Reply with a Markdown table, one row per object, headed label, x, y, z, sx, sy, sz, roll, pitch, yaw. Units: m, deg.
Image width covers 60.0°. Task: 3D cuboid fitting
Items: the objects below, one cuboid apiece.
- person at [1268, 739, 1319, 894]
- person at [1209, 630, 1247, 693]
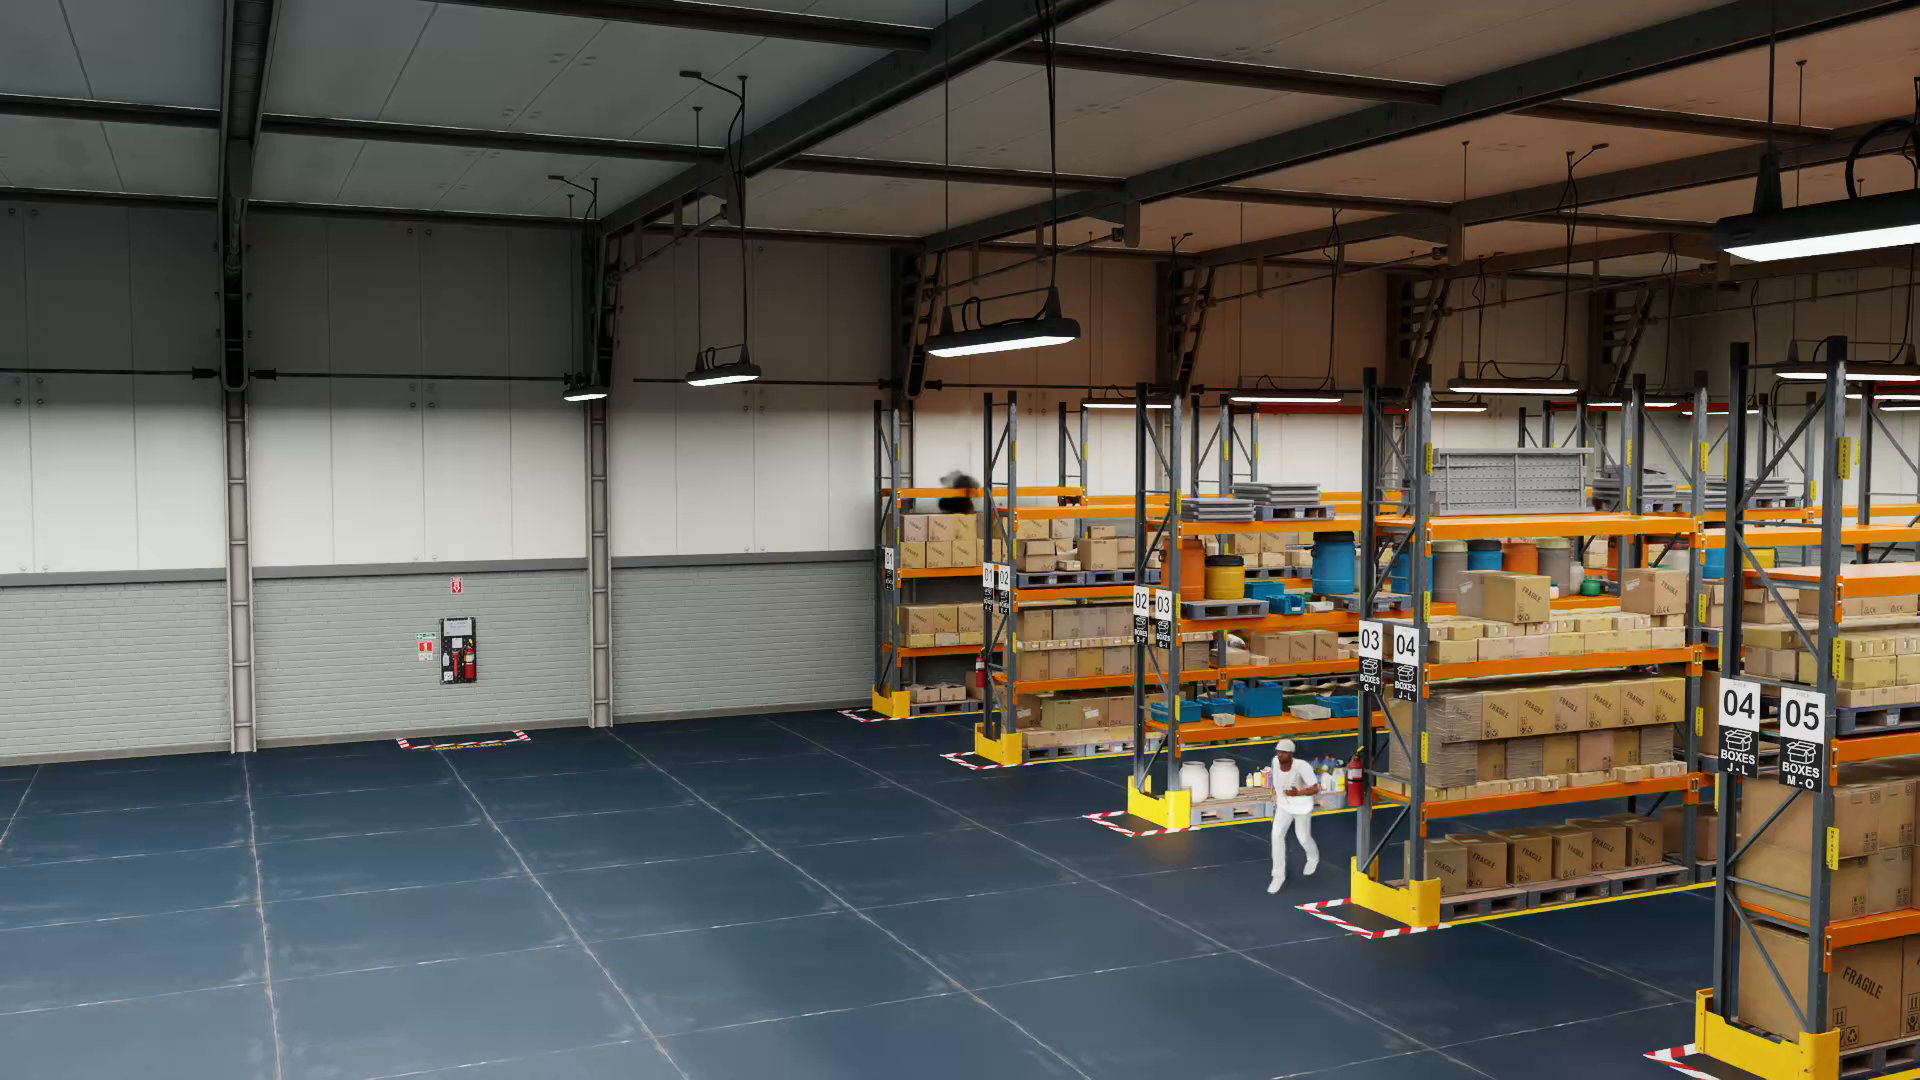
| label | x | y | z | sx | sy | sz | roll | pitch | yaw |
| --- | --- | --- | --- | --- | --- | --- | --- | --- | --- |
| person | 3.922 | 3.173 | 19.418 | 0.699 | 1.770 | 1.043 | 2 | 4 | 37 |
| person | 5.097 | 2.435 | 31.679 | 0.909 | 1.813 | 0.608 | -2 | 4 | -28 |
